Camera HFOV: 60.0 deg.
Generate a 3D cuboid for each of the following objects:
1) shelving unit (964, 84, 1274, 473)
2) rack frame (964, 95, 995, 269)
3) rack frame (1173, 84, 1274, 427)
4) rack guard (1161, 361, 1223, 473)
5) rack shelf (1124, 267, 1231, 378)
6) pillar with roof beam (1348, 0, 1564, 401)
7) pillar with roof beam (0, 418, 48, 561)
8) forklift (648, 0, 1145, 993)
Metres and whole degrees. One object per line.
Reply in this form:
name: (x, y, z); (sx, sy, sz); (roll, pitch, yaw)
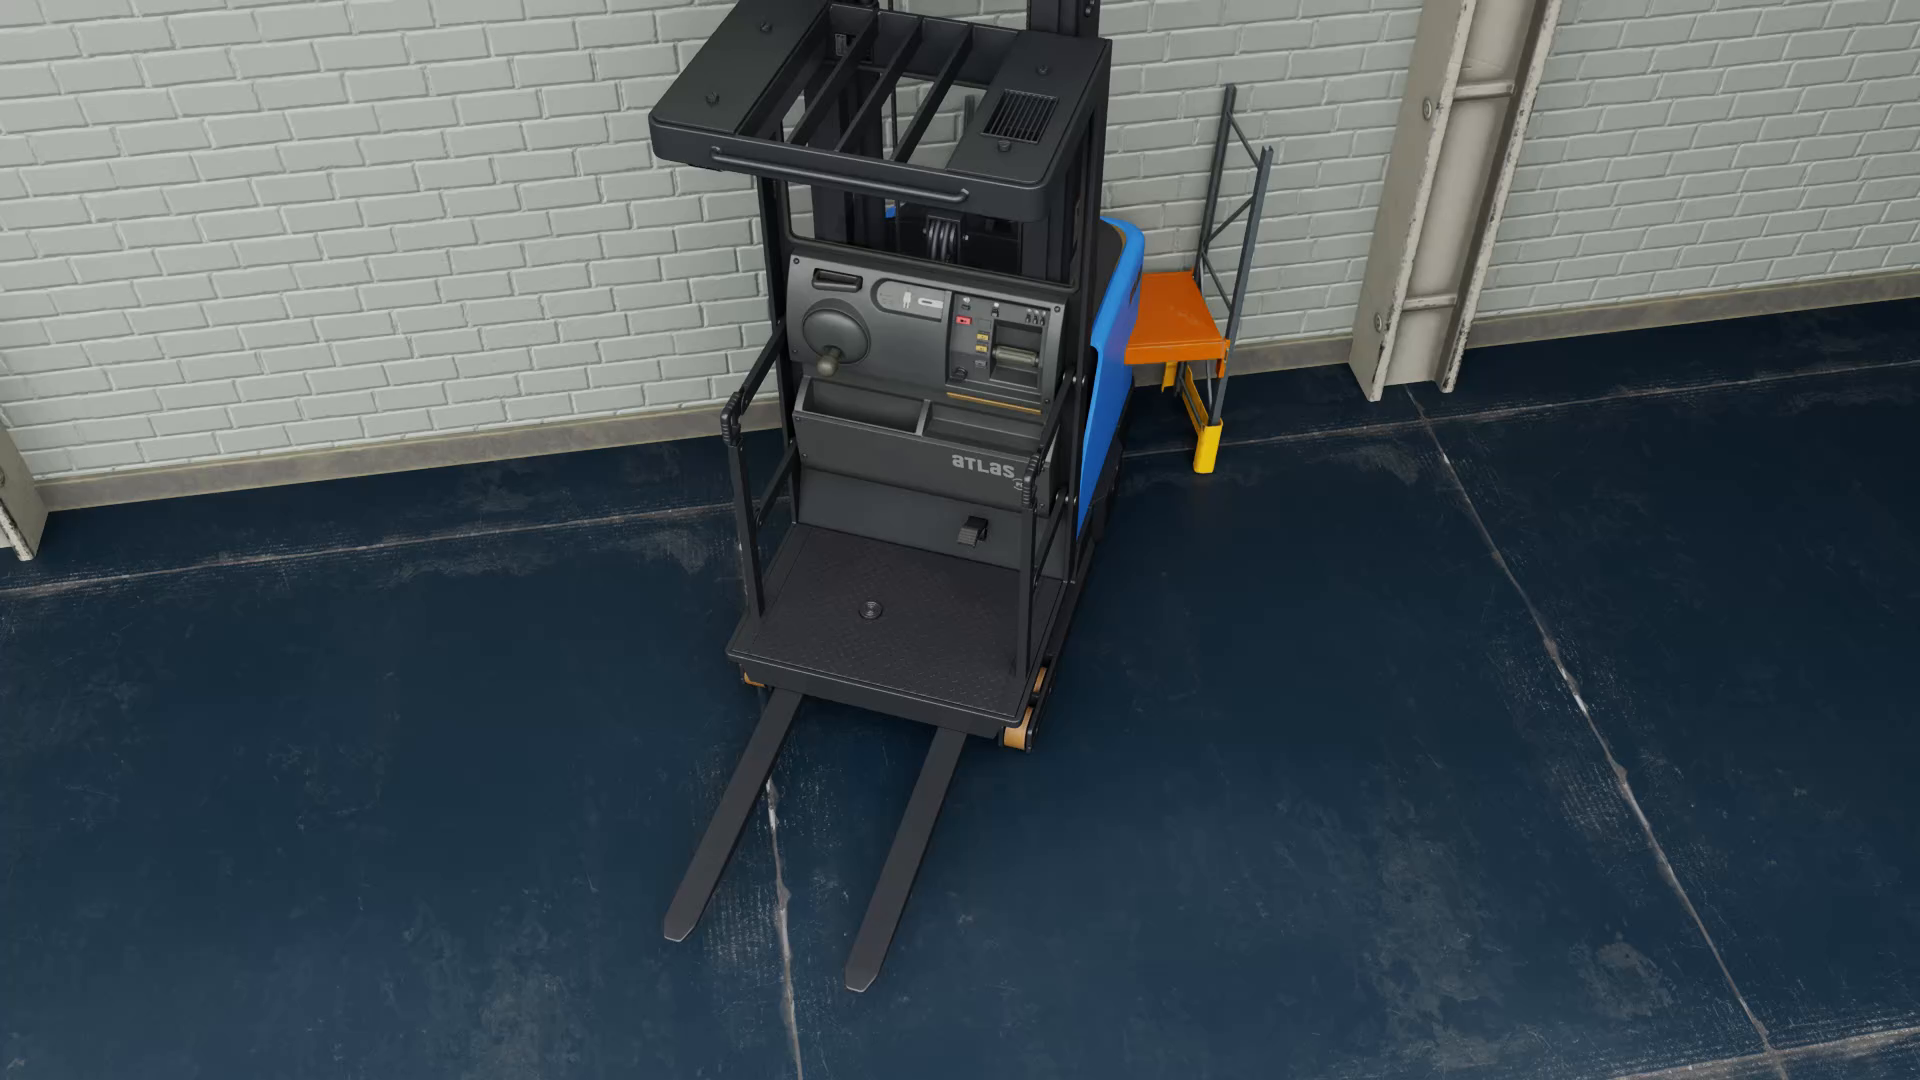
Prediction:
shelving unit: (0.532, -0.987, 6.625); (1.083, 1.500, 0.587); (-5, 44, -9)
rack frame: (0.041, -0.946, 6.544); (0.032, 1.500, 0.500); (-5, 44, -9)
rack frame: (1.040, -1.030, 6.708); (0.032, 1.500, 0.500); (-5, 44, -9)
rack guard: (0.989, -0.573, 7.132); (0.087, 0.250, 0.587); (-5, 44, -9)
rack shelf: (0.531, -0.857, 6.749); (1.000, 0.185, 0.538); (-5, 44, -9)
pillar with roof beam: (2.708, -0.813, 1.284); (0.400, 9.000, 9.100); (-7, 46, -7)
pillar with roof beam: (-3.205, -0.076, 0.574); (0.400, 9.000, 9.100); (-7, 46, -7)
forklift: (-0.180, -0.586, 5.279); (1.130, 2.935, 3.031); (12, 47, 11)
